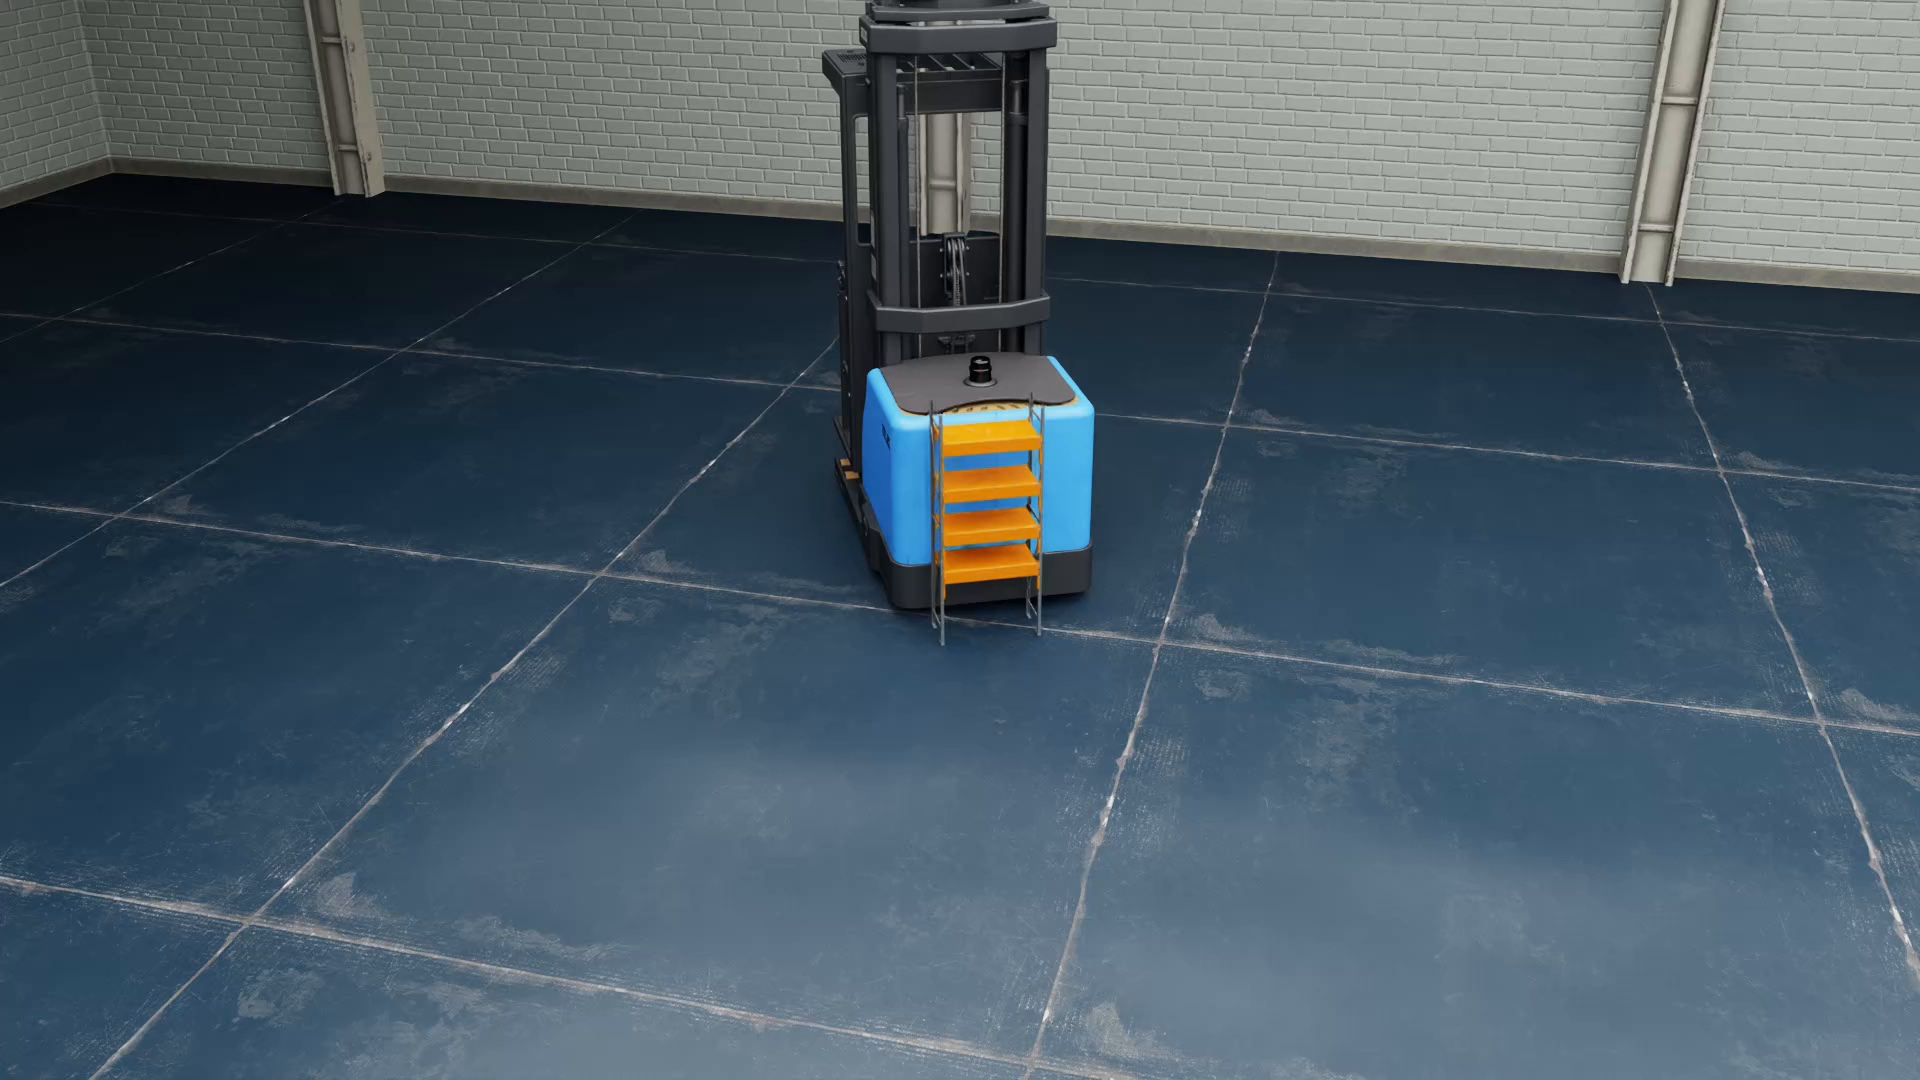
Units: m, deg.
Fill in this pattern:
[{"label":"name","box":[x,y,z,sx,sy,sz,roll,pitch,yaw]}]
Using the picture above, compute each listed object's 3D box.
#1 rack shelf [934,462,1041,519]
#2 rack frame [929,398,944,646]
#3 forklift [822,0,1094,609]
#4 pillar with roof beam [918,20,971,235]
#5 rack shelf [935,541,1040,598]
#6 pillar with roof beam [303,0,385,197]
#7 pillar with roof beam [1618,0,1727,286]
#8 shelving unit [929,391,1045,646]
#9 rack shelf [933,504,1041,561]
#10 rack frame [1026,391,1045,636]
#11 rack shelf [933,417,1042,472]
[{"label":"rack shelf","box":[0.126,-0.240,7.991,0.480,0.148,0.258,-5,25,-11]},{"label":"rack frame","box":[-0.112,-0.076,8.009,0.015,1.200,0.240,-5,25,-11]},{"label":"forklift","box":[-0.131,-1.587,9.174,1.130,2.935,3.031,-5,26,-11]},{"label":"pillar with roof beam","box":[-1.204,-5.076,9.443,0.400,9.000,9.100,6,26,13]},{"label":"rack shelf","box":[0.128,0.143,8.167,0.480,0.148,0.258,-5,25,-11]},{"label":"pillar with roof beam","box":[-7.015,-5.718,10.792,0.400,9.000,9.100,6,26,13]},{"label":"pillar with roof beam","box":[4.607,-4.434,8.094,0.400,9.000,9.100,6,26,13]},{"label":"shelving unit","box":[0.127,-0.098,8.056,0.503,1.200,0.258,-5,25,-11]},{"label":"rack shelf","box":[0.127,-0.037,8.084,0.480,0.148,0.258,-5,25,-11]},{"label":"rack frame","box":[0.365,-0.121,8.103,0.015,1.200,0.240,-5,25,-11]},{"label":"rack shelf","box":[0.126,-0.455,7.892,0.480,0.148,0.258,-5,25,-11]}]
